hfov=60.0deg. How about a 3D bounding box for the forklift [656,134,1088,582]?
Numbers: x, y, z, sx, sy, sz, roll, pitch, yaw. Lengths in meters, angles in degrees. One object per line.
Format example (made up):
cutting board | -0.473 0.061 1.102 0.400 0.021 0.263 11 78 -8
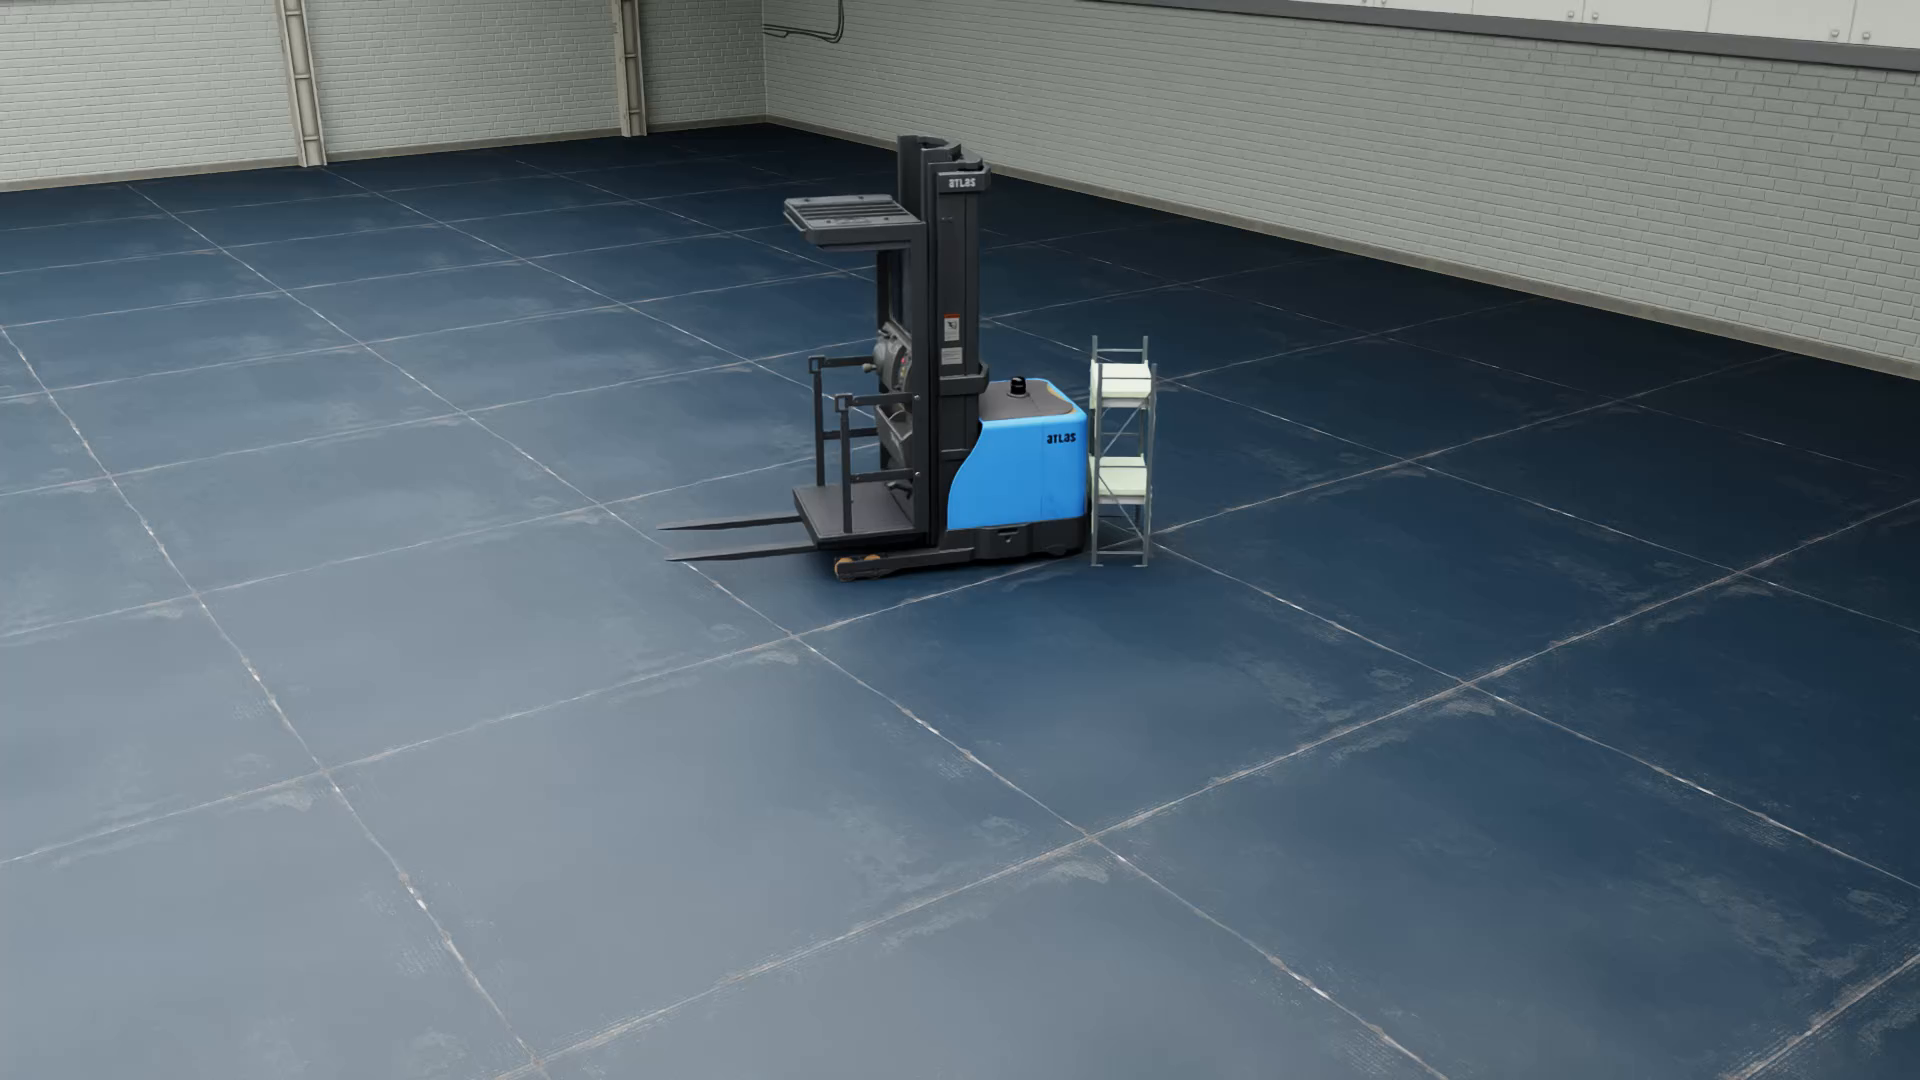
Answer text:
forklift | -0.657 -1.283 11.658 3.031 2.935 1.130 -6 22 -14

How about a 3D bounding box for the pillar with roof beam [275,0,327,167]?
pillar with roof beam | -8.585 -9.320 23.611 0.400 9.000 9.100 -15 26 -33

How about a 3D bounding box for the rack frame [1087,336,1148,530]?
rack frame | 1.161 -0.780 12.327 0.400 1.500 0.023 1 22 1

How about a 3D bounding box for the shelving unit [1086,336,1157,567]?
shelving unit | 1.153 -0.645 11.987 0.431 1.500 0.755 1 22 1

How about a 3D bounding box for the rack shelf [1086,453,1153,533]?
rack shelf | 1.152 -0.342 12.108 0.431 0.370 0.720 1 22 1

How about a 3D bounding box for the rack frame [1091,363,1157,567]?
rack frame | 1.144 -0.509 11.647 0.400 1.500 0.023 1 22 1

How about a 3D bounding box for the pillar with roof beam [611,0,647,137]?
pillar with roof beam | -3.714 -10.619 26.866 0.400 9.000 9.100 -15 26 -33

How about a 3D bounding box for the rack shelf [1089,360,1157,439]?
rack shelf | 1.153 -1.007 11.842 0.431 0.370 0.720 1 22 1

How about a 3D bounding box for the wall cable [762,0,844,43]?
wall cable | -3.065 -10.712 31.288 0.112 2.526 3.097 -15 26 -33
